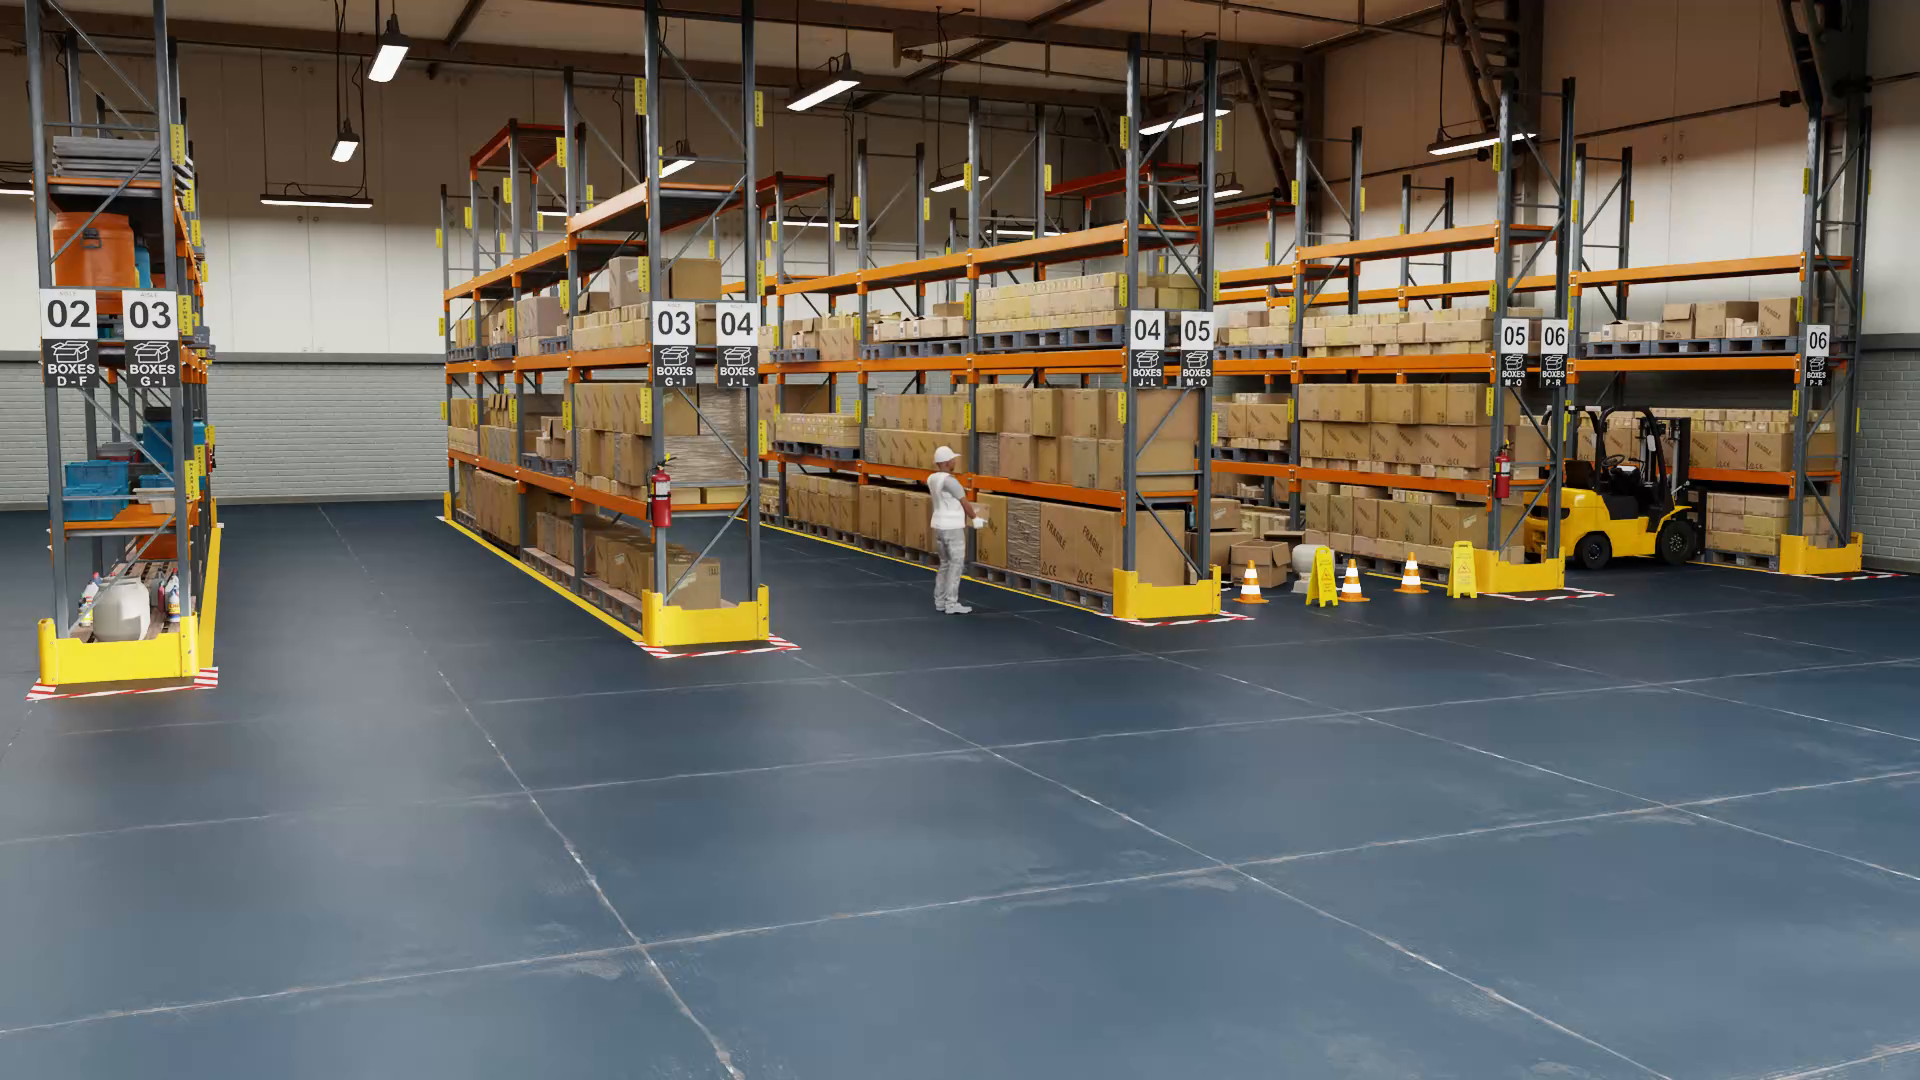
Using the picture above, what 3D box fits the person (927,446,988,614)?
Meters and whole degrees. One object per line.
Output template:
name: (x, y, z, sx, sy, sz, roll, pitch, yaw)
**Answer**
person: (-0.024, -0.119, 17.889, 0.580, 1.779, 0.488, -2, 6, -23)
